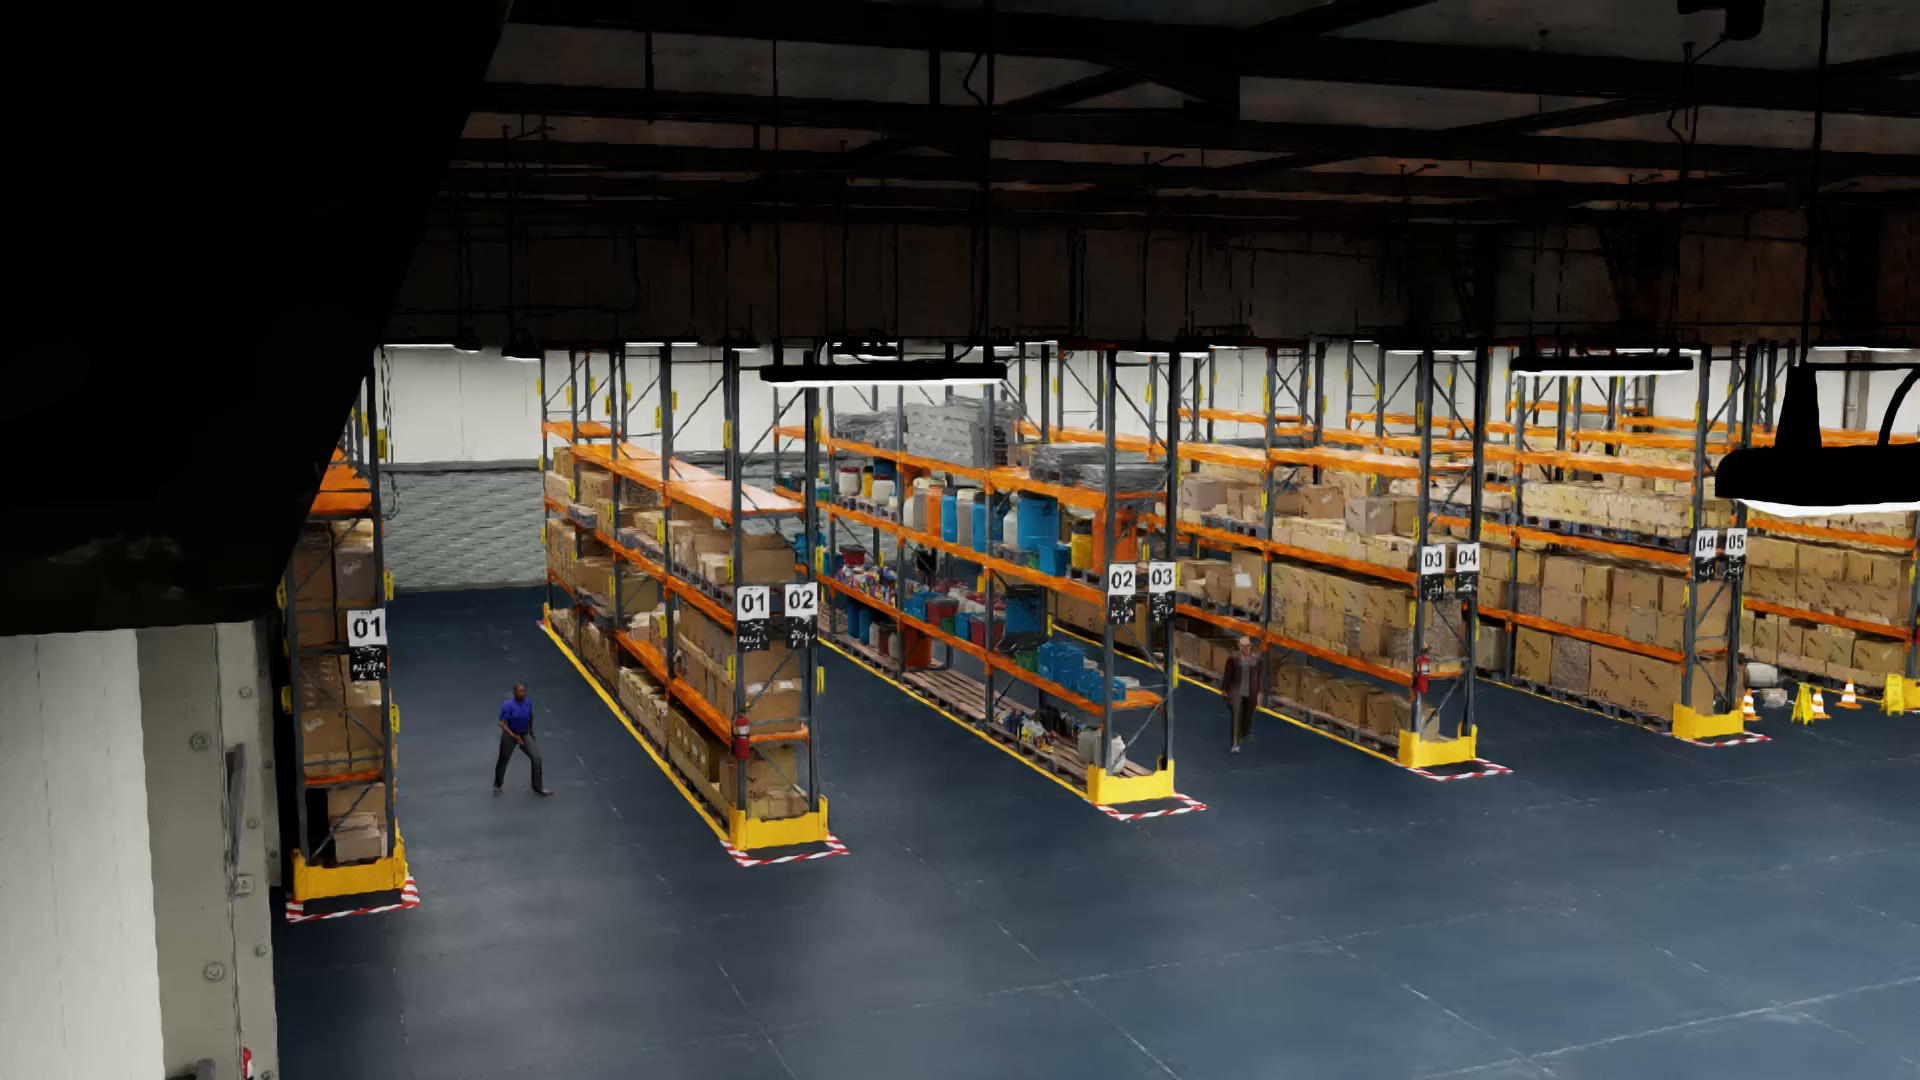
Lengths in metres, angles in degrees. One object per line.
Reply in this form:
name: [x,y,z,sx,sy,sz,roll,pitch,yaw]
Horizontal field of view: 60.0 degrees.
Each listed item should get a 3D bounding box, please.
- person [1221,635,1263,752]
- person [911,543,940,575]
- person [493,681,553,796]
person: [4.225,2.260,24.826,0.596,1.728,1.047,0,7,-1]
person: [-4.052,0.736,28.180,14.094,3.887,14.386,-3,8,-24]
person: [-5.934,2.640,22.332,0.621,1.588,0.828,-6,10,-39]
